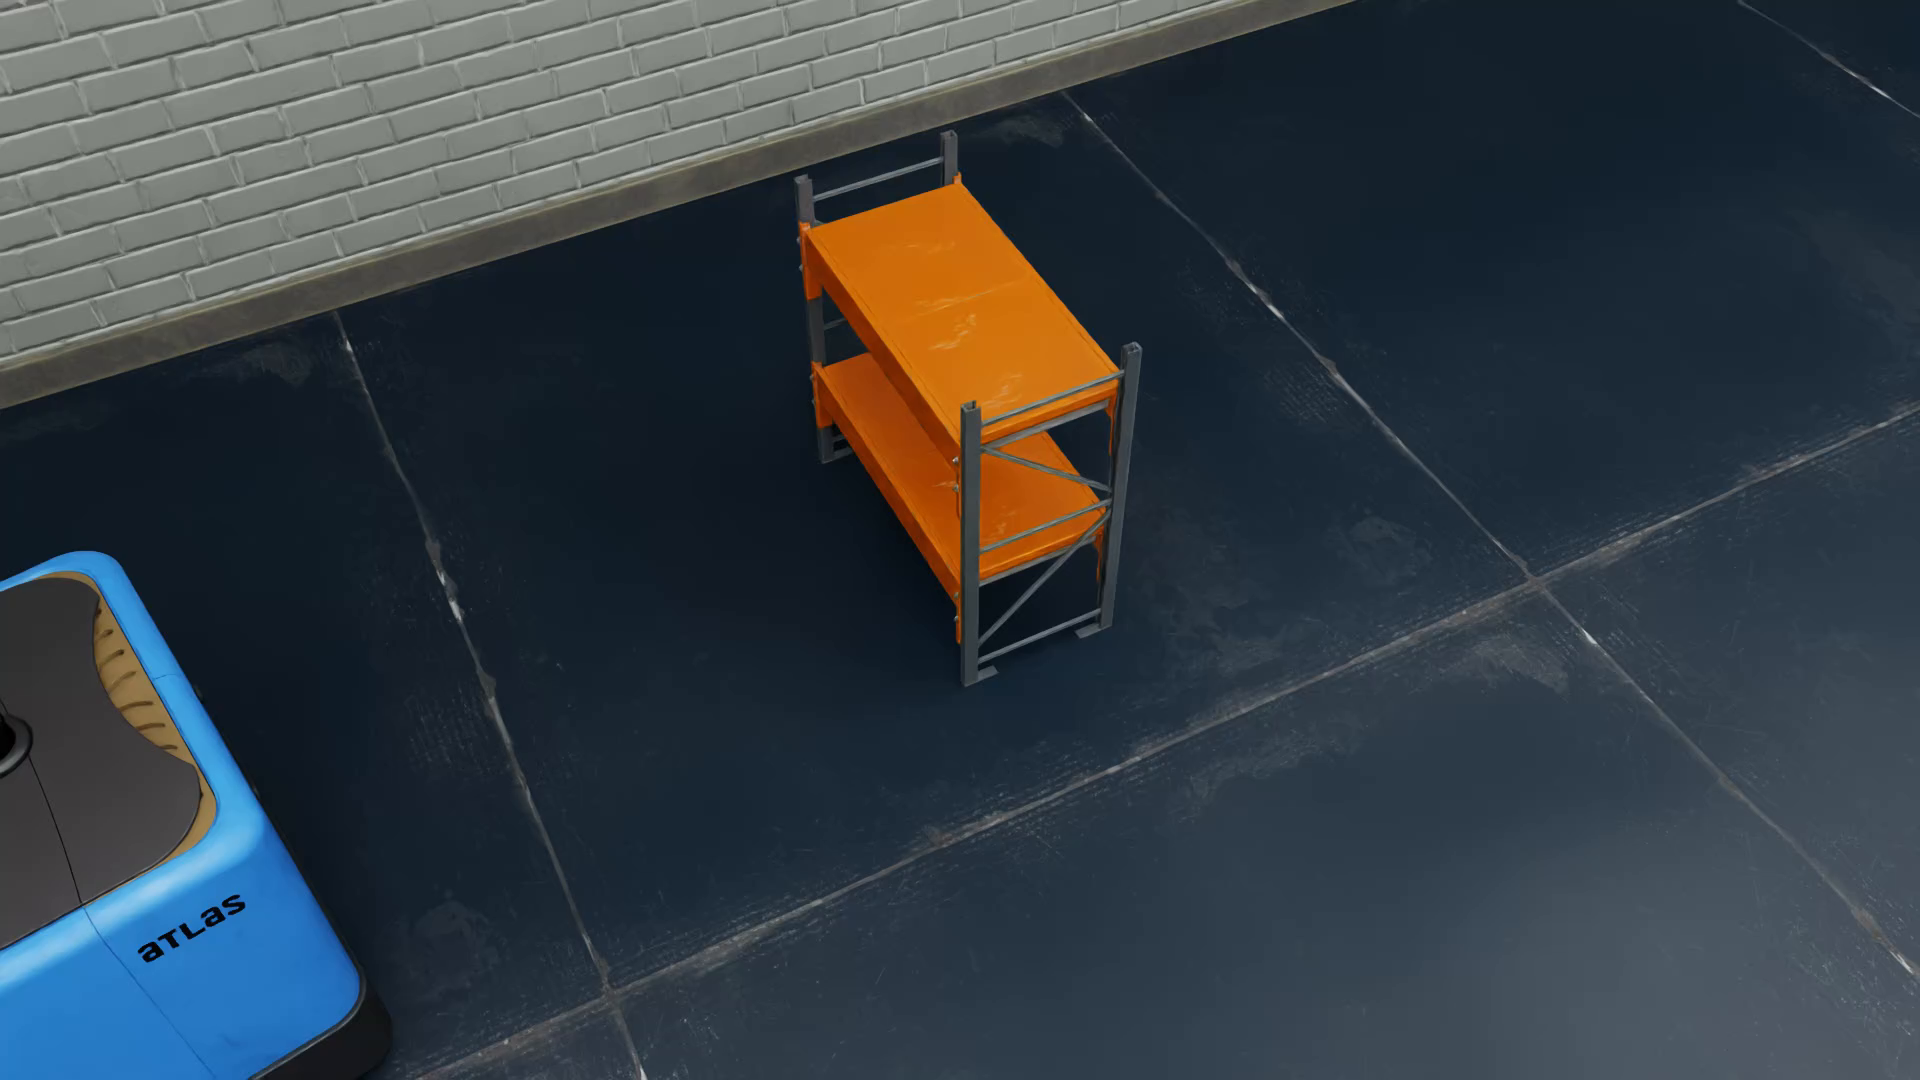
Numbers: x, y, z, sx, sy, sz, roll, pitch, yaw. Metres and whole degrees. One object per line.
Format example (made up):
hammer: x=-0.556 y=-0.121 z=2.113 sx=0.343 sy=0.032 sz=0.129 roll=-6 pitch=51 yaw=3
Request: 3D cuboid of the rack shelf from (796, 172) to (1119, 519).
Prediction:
rack shelf: x=-0.003 y=-0.568 z=4.610 sx=0.538 sy=0.278 sz=1.000 roll=-21 pitch=52 yaw=-18

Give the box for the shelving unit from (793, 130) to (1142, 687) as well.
shelving unit: x=-0.003 y=-0.375 z=4.831 sx=0.538 sy=1.125 sz=1.048 roll=-21 pitch=52 yaw=-18

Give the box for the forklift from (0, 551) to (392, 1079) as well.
forklift: x=-2.872 y=0.707 z=2.685 sx=3.031 sy=2.935 sz=1.130 roll=-30 pitch=55 yaw=-24

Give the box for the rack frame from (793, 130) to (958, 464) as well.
rack frame: x=-0.236 y=-0.715 z=5.128 sx=0.500 sy=1.125 sz=0.032 roll=-21 pitch=52 yaw=-18

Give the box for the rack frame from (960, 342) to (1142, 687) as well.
rack frame: x=0.230 y=-0.035 z=4.533 sx=0.500 sy=1.125 sz=0.032 roll=-21 pitch=52 yaw=-18

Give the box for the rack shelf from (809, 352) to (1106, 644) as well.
rack shelf: x=-0.003 y=-0.214 z=5.015 sx=0.538 sy=0.278 sz=1.000 roll=-21 pitch=52 yaw=-18
